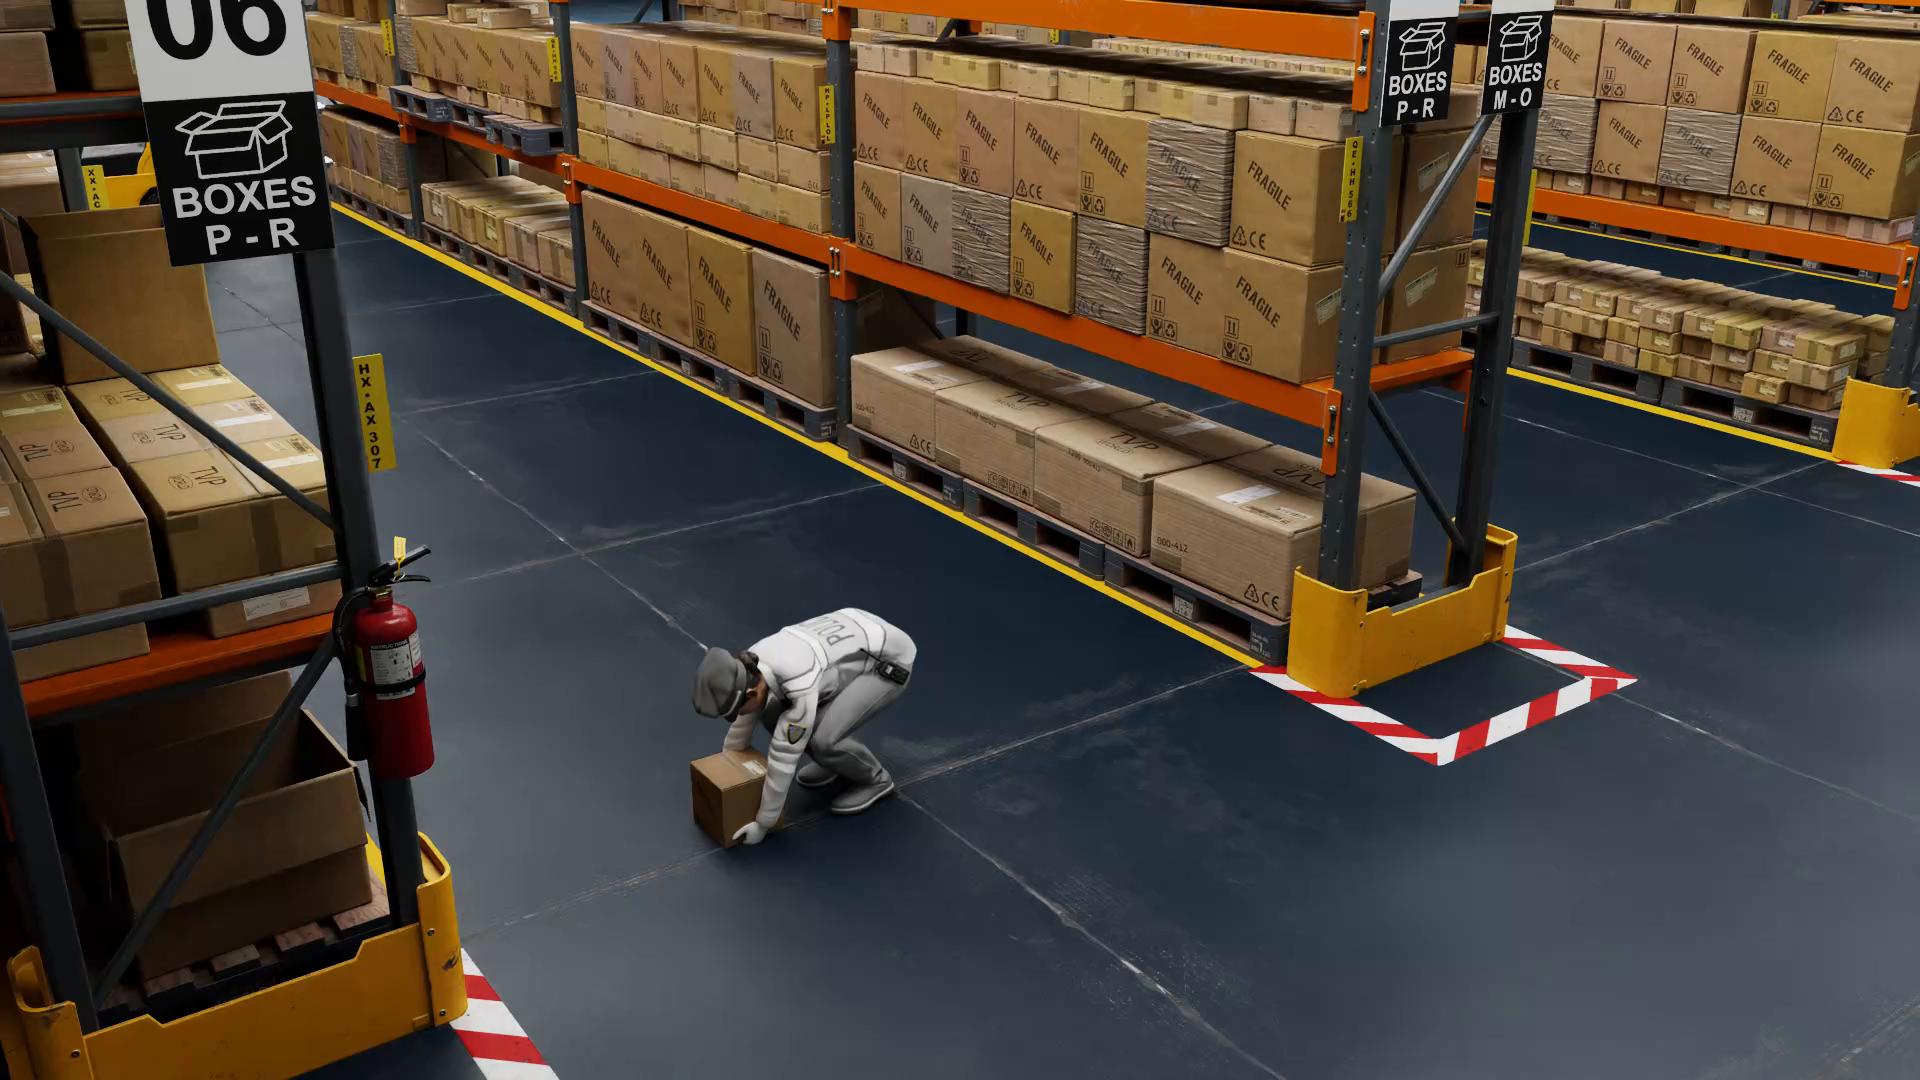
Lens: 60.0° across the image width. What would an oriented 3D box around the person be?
[{"bbox_3d":[-0.581,0.669,6.252,0.915,0.762,0.456,-16,26,-34],"label":"person"}]
